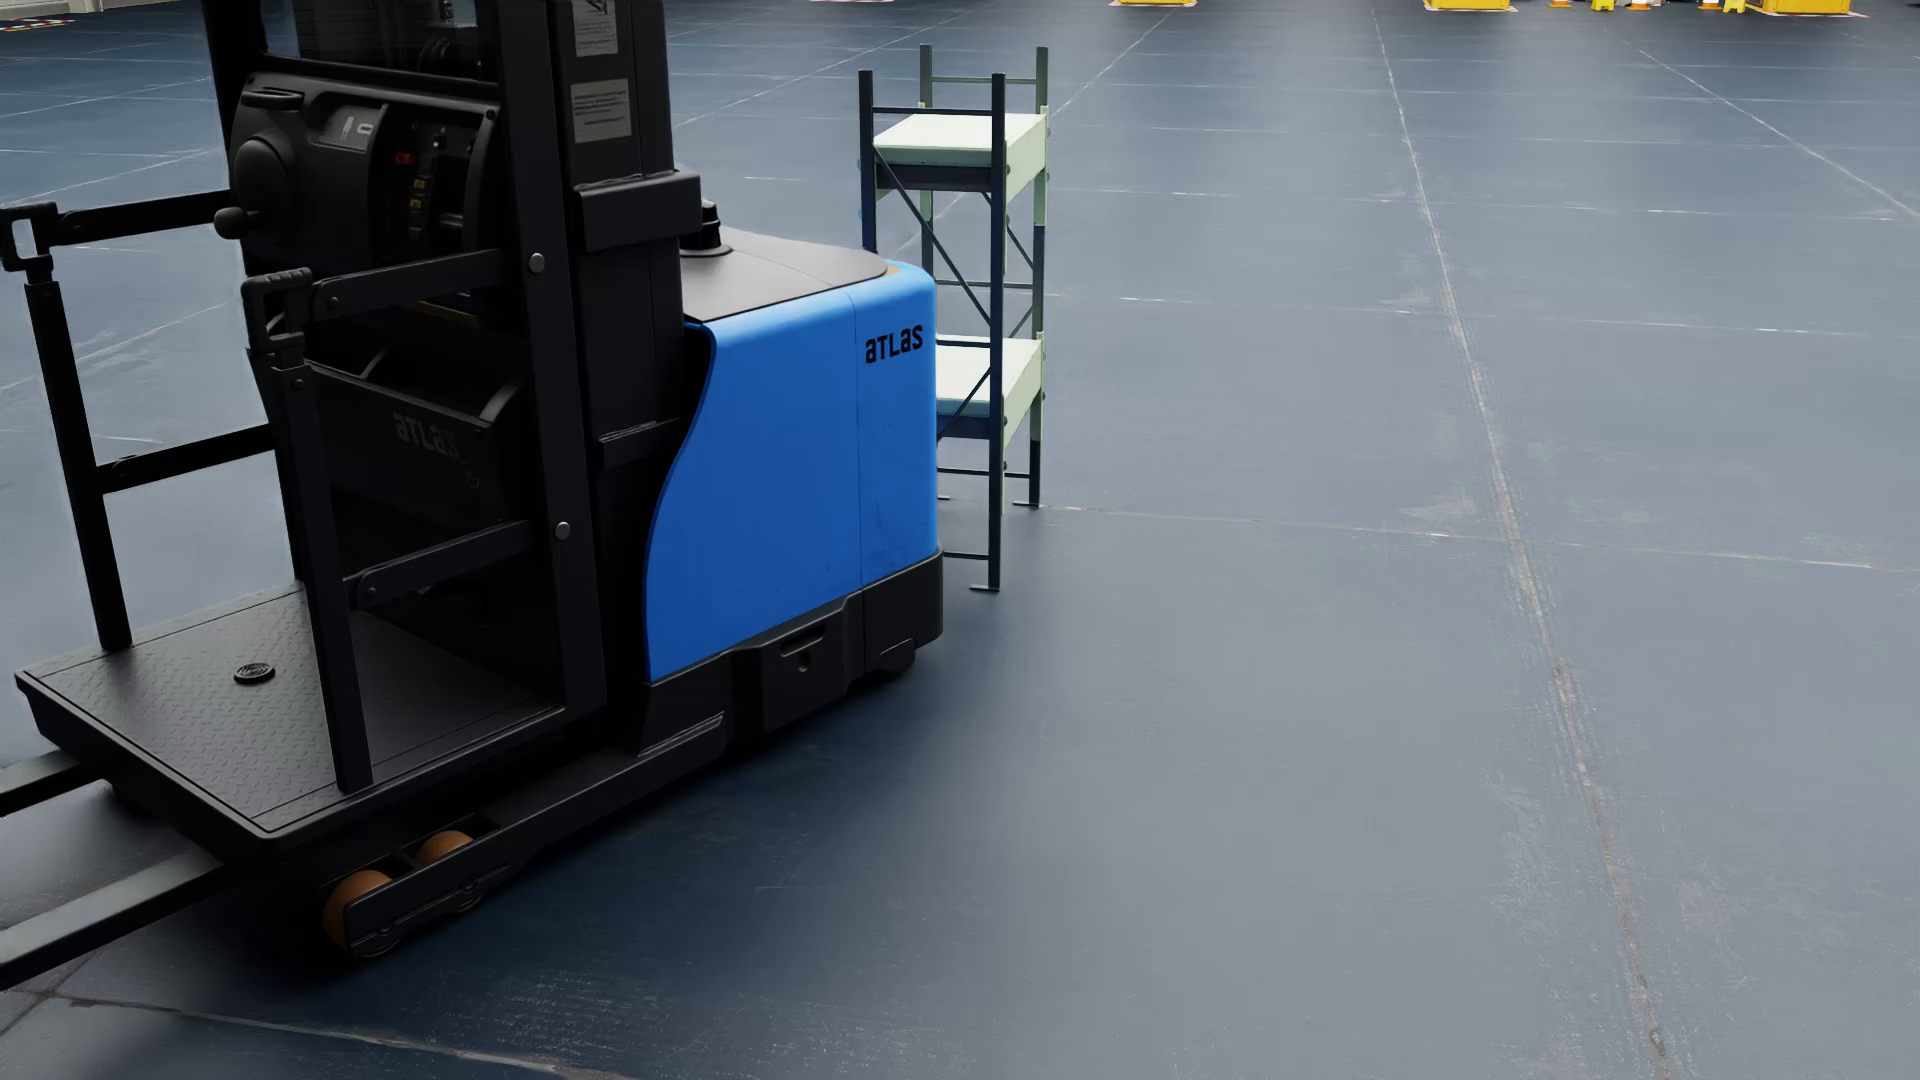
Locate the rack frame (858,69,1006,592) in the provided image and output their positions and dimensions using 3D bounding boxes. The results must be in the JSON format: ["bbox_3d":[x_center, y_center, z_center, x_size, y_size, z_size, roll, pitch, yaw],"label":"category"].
[{"bbox_3d":[-0.076,-0.559,4.735,0.400,1.500,0.023,4,22,11],"label":"rack frame"}]

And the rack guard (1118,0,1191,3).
[{"bbox_3d":[3.182,-9.042,27.136,1.175,0.500,0.348,4,22,11],"label":"rack guard"}]

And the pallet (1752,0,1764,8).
[{"bbox_3d":[13.084,-8.447,26.046,1.003,0.211,1.213,4,22,11],"label":"pallet"}]

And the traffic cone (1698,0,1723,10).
[{"bbox_3d":[11.693,-8.497,25.833,0.336,0.463,0.334,4,22,11],"label":"traffic cone"}]

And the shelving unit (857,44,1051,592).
[{"bbox_3d":[-0.001,-0.693,5.067,0.431,1.500,0.755,4,22,11],"label":"shelving unit"}]

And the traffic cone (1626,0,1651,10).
[{"bbox_3d":[10.537,-8.458,25.735,0.336,0.463,0.334,4,22,11],"label":"traffic cone"}]

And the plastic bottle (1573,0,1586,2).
[{"bbox_3d":[10.198,-8.925,27.432,0.133,0.061,0.283,-3,22,-8],"label":"plastic bottle"}]

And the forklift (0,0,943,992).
[{"bbox_3d":[-1.376,-0.744,3.277,1.130,2.935,3.031,17,28,36],"label":"forklift"}]

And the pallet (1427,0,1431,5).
[{"bbox_3d":[8.088,-8.764,26.832,1.003,0.211,1.213,4,22,11],"label":"pallet"}]

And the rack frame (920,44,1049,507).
[{"bbox_3d":[0.073,-0.827,5.400,0.400,1.500,0.023,4,22,11],"label":"rack frame"}]

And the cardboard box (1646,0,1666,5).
[{"bbox_3d":[11.158,-8.729,26.829,0.380,0.149,0.250,18,28,38],"label":"cardboard box"}]

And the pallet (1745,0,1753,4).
[{"bbox_3d":[13.335,-8.892,27.150,1.003,0.211,1.213,4,22,11],"label":"pallet"}]

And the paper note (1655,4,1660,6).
[{"bbox_3d":[11.112,-8.539,26.514,0.148,0.019,0.142,-3,22,-8],"label":"paper note"}]

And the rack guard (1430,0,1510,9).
[{"bbox_3d":[7.997,-8.591,26.015,1.175,0.500,0.348,4,22,11],"label":"rack guard"}]

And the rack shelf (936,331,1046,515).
[{"bbox_3d":[-0.001,-0.391,5.189,0.431,0.370,0.720,4,22,11],"label":"rack shelf"}]

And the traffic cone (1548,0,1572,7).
[{"bbox_3d":[9.500,-8.668,26.257,0.336,0.463,0.334,4,22,11],"label":"traffic cone"}]

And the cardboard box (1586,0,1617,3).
[{"bbox_3d":[10.748,-9.096,27.265,0.797,0.503,0.637,-11,25,-26],"label":"cardboard box"}]

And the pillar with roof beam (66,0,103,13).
[{"bbox_3d":[-9.095,-11.889,22.828,9.100,9.000,0.400,4,22,11],"label":"pillar with roof beam"}]

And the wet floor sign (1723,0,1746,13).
[{"bbox_3d":[11.782,-8.339,25.194,0.267,0.644,0.232,13,25,29],"label":"wet floor sign"}]

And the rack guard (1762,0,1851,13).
[{"bbox_3d":[12.884,-8.287,25.261,1.175,0.500,0.348,4,22,11],"label":"rack guard"}]

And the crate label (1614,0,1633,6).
[{"bbox_3d":[10.637,-8.599,26.521,0.250,0.136,0.298,-7,23,-17],"label":"crate label"}]

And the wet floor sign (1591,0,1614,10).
[{"bbox_3d":[9.934,-8.505,25.609,0.267,0.644,0.232,1,22,2],"label":"wet floor sign"}]

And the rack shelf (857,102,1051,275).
[{"bbox_3d":[-0.001,-1.055,4.922,0.431,0.370,0.720,4,22,11],"label":"rack shelf"}]
